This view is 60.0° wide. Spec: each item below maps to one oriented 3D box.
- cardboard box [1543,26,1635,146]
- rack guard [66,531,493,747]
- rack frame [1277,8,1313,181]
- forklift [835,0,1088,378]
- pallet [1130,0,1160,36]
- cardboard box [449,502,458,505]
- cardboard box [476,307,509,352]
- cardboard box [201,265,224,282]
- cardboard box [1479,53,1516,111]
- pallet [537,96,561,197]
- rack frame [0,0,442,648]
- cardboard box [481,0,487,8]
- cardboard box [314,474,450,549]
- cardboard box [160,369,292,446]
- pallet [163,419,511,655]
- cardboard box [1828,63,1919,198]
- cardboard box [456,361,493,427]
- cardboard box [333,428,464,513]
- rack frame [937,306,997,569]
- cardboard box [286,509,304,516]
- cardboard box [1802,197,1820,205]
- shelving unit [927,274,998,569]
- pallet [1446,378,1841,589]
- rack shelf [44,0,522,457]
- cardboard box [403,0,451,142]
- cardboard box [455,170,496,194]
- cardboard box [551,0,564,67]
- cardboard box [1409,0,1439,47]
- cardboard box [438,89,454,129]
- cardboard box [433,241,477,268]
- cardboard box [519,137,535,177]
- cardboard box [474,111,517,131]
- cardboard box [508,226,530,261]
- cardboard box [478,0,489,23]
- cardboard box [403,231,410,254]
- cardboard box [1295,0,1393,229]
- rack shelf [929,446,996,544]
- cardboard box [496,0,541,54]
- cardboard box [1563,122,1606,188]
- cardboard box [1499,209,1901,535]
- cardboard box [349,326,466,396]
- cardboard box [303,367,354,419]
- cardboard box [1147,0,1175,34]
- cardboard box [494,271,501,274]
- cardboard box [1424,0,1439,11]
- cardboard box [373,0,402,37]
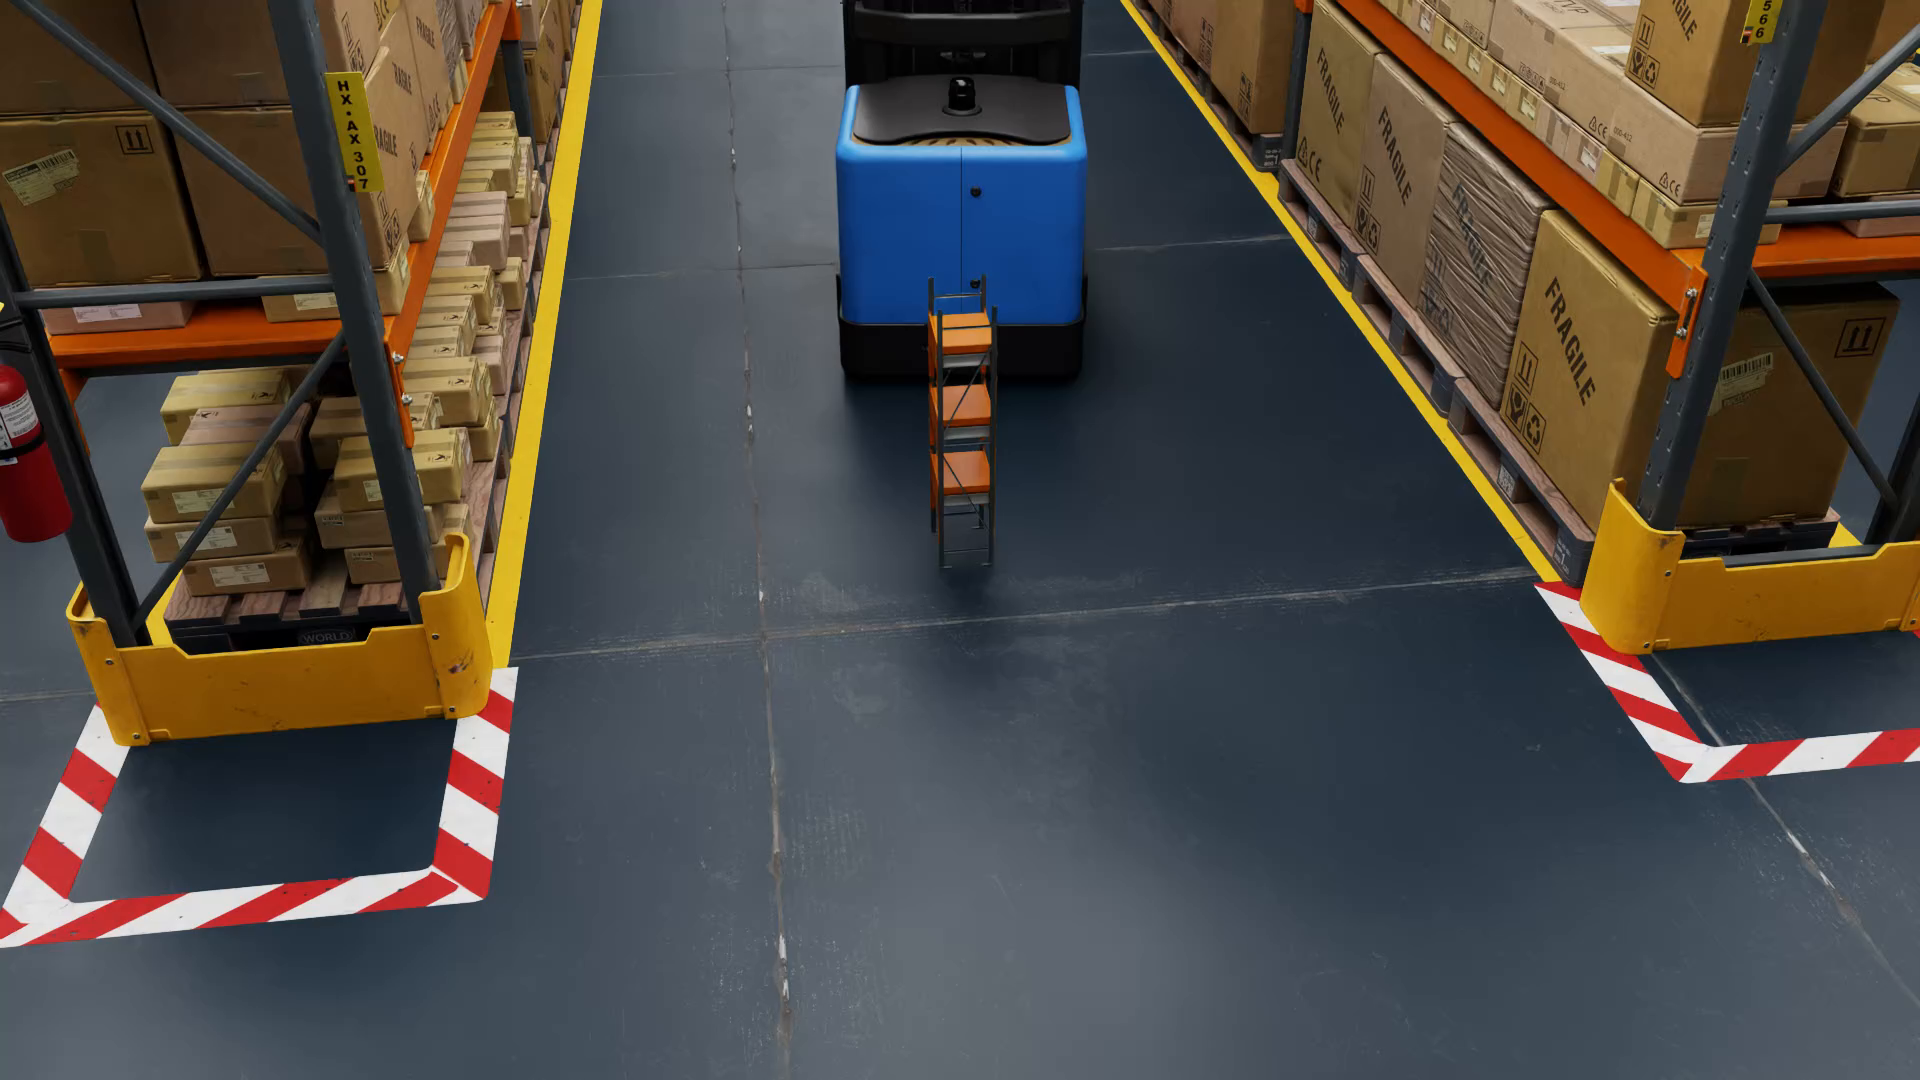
[{"bbox_3d":[2.395,-1.590,5.788,0.500,0.250,0.500,-5,35,-7],"label":"cardboard box"},{"bbox_3d":[-2.148,0.315,5.344,1.175,0.500,0.348,-4,35,-6],"label":"rack guard"},{"bbox_3d":[2.252,-3.227,8.322,1.000,3.000,0.127,-4,35,-6],"label":"rack frame"},{"bbox_3d":[0.013,-2.702,7.612,1.130,2.935,3.031,0,34,0],"label":"forklift"},{"bbox_3d":[1.746,-3.861,11.729,1.003,0.211,1.213,-4,35,-6],"label":"pallet"},{"bbox_3d":[-2.008,-0.128,5.933,0.380,0.149,0.250,-5,35,-7],"label":"cardboard box"},{"bbox_3d":[-2.113,-0.850,6.993,0.380,0.149,0.250,-4,35,-6],"label":"cardboard box"},{"bbox_3d":[-2.458,-0.874,5.092,0.380,0.149,0.250,-4,35,-6],"label":"cardboard box"},{"bbox_3d":[2.242,-1.780,6.421,0.380,0.149,0.250,-4,35,-6],"label":"cardboard box"},{"bbox_3d":[-2.782,-2.190,9.276,1.003,0.211,1.213,-4,35,-6],"label":"pallet"},{"bbox_3d":[-2.138,-0.676,4.578,1.000,3.000,0.127,-4,35,-6],"label":"rack frame"},{"bbox_3d":[-2.262,-2.534,6.952,0.500,0.500,0.500,-5,35,-8],"label":"cardboard box"},{"bbox_3d":[-1.954,-0.106,5.637,0.380,0.149,0.250,-3,34,-4],"label":"cardboard box"},{"bbox_3d":[-2.598,-0.473,5.911,0.380,0.149,0.250,-5,35,-7],"label":"cardboard box"},{"bbox_3d":[-2.223,-0.022,6.095,1.003,0.211,1.213,-4,35,-6],"label":"pallet"},{"bbox_3d":[2.993,-1.344,5.428,0.500,0.250,0.500,-5,35,-8],"label":"cardboard box"},{"bbox_3d":[-1.983,-0.544,6.280,0.380,0.149,0.250,-3,34,-5],"label":"cardboard box"},{"bbox_3d":[-1.872,-0.235,5.562,0.380,0.149,0.250,-6,35,-9],"label":"cardboard box"},{"bbox_3d":[0.024,-0.336,5.811,0.200,1.050,0.008,-4,35,-6],"label":"rack frame"},{"bbox_3d":[-2.551,-0.085,5.870,0.380,0.149,0.250,-3,34,-5],"label":"cardboard box"},{"bbox_3d":[3.034,-1.257,5.655,0.380,0.149,0.250,-5,35,-7],"label":"cardboard box"},{"bbox_3d":[0.007,-0.404,5.911,0.215,1.050,0.252,-4,35,-6],"label":"shelving unit"},{"bbox_3d":[2.605,-0.283,6.478,1.003,0.211,1.213,-4,35,-6],"label":"pallet"},{"bbox_3d":[-2.407,-1.495,6.418,1.077,0.370,4.000,-4,35,-6],"label":"rack shelf"},{"bbox_3d":[-2.075,-1.683,5.703,0.500,0.500,0.500,-4,34,-6],"label":"cardboard box"},{"bbox_3d":[-2.299,-1.542,7.479,0.380,0.149,0.250,-3,34,-5],"label":"cardboard box"},{"bbox_3d":[-2.669,-3.067,9.934,0.500,0.500,0.500,-4,34,-6],"label":"cardboard box"},{"bbox_3d":[2.137,-2.210,7.052,0.380,0.149,0.250,-4,34,-6],"label":"cardboard box"},{"bbox_3d":[-2.117,-1.644,6.222,0.380,0.149,0.250,-3,34,-5],"label":"cardboard box"},{"bbox_3d":[-2.197,-1.101,6.833,0.380,0.149,0.250,-4,35,-6],"label":"cardboard box"},{"bbox_3d":[-2.319,-1.875,8.232,0.380,0.149,0.250,-4,34,-5],"label":"cardboard box"},{"bbox_3d":[-2.370,-1.970,8.108,0.380,0.149,0.250,-3,34,-5],"label":"cardboard box"},{"bbox_3d":[-2.234,-1.417,7.824,0.380,0.149,0.250,-5,35,-8],"label":"cardboard box"},{"bbox_3d":[-2.286,-2.373,7.292,0.380,0.149,0.250,-3,34,-4],"label":"cardboard box"},{"bbox_3d":[-1.932,-0.917,5.154,0.380,0.149,0.250,-3,34,-5],"label":"cardboard box"},{"bbox_3d":[2.262,-2.148,8.253,0.875,0.875,0.875,-4,35,-6],"label":"cardboard box"},{"bbox_3d":[0.007,-0.166,6.073,0.215,0.259,0.240,-4,35,-6],"label":"rack shelf"},{"bbox_3d":[-2.514,-2.791,8.863,0.500,0.250,0.500,-6,35,-8],"label":"cardboard box"},{"bbox_3d":[2.347,-1.351,5.792,0.380,0.149,0.250,-4,35,-6],"label":"cardboard box"},{"bbox_3d":[2.625,-0.642,6.042,0.875,0.875,0.875,-4,35,-6],"label":"cardboard box"},{"bbox_3d":[-2.051,-0.662,6.189,0.380,0.149,0.250,-6,35,-9],"label":"cardboard box"},{"bbox_3d":[-2.498,-0.515,6.236,0.380,0.149,0.250,-5,35,-7],"label":"cardboard box"},{"bbox_3d":[1.899,-3.870,10.779,1.225,0.875,0.875,-4,35,-6],"label":"cardboard box"},{"bbox_3d":[-2.226,-1.288,7.371,0.380,0.149,0.250,-4,34,-5],"label":"cardboard box"},{"bbox_3d":[2.193,-2.440,7.035,0.500,0.250,0.500,-4,34,-5],"label":"cardboard box"},{"bbox_3d":[-2.010,-1.805,4.994,0.500,0.500,0.500,-3,34,-5],"label":"cardboard box"}]
